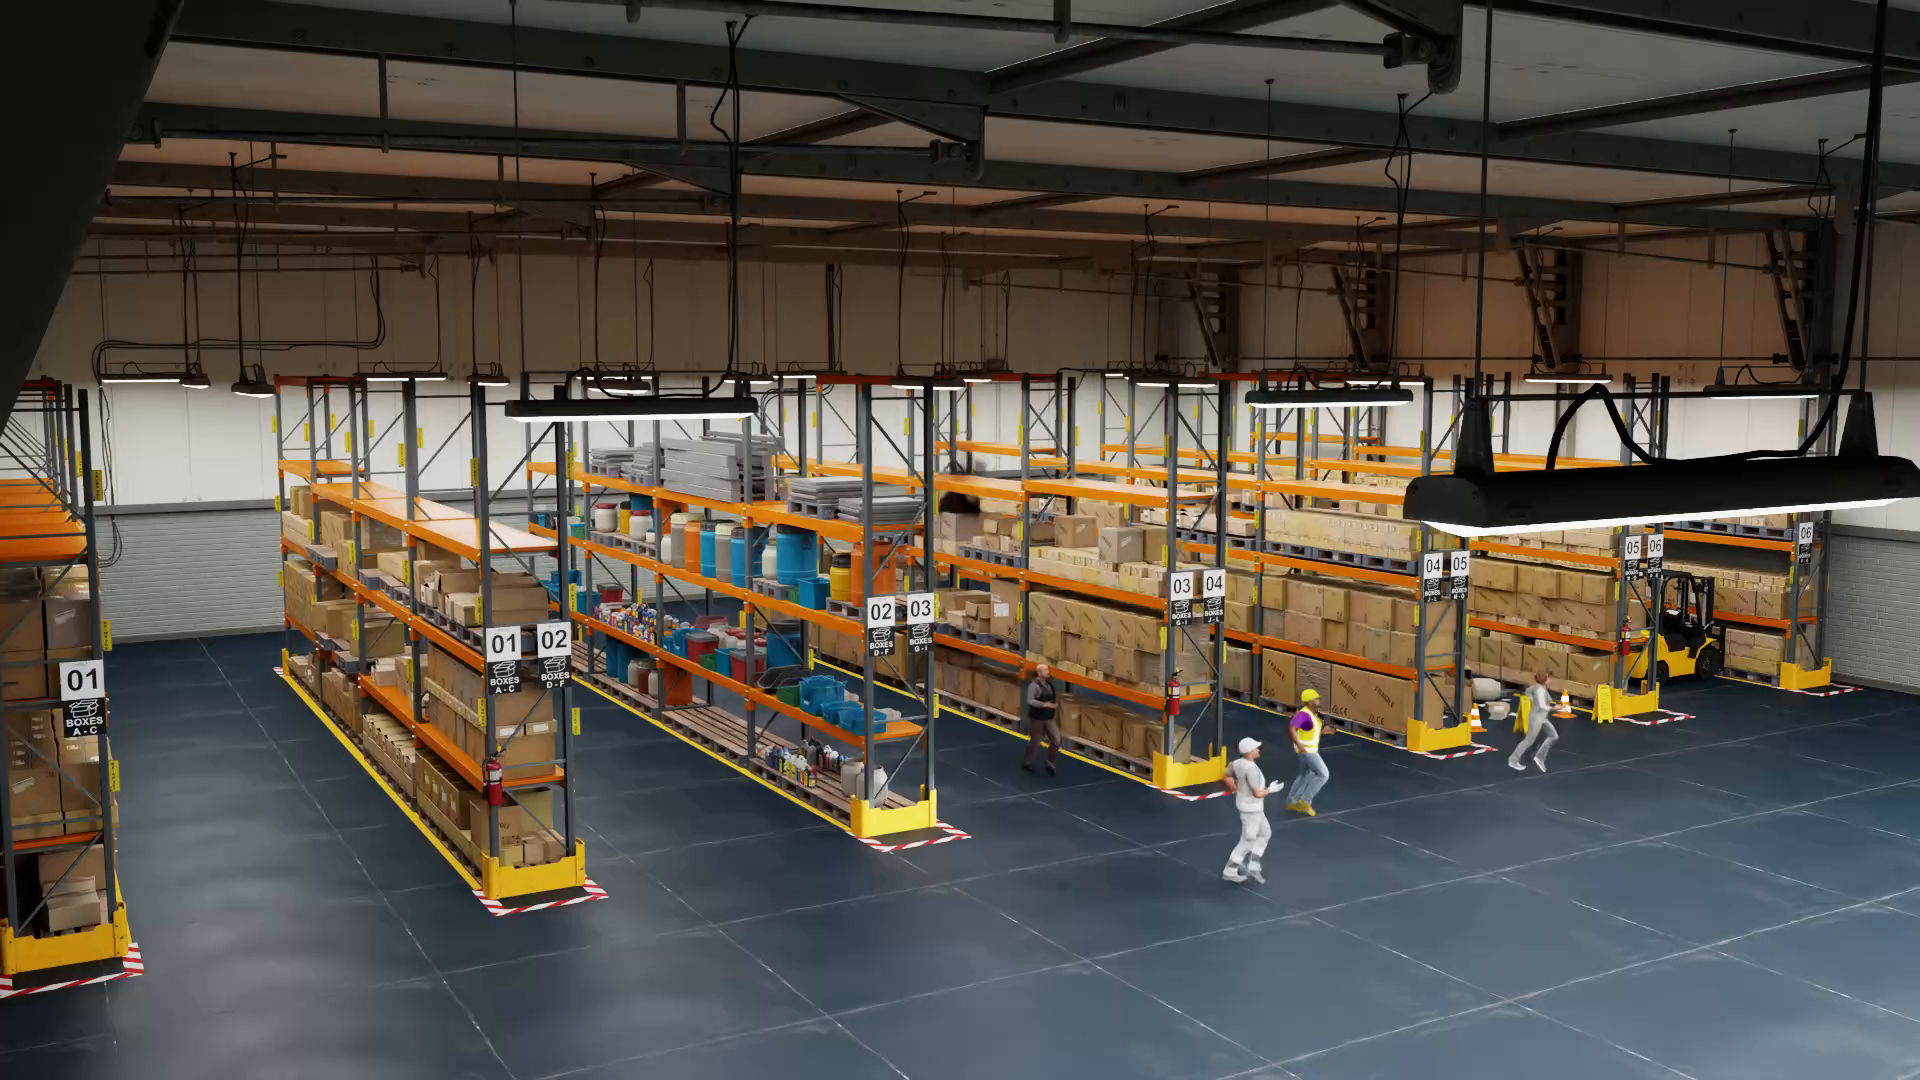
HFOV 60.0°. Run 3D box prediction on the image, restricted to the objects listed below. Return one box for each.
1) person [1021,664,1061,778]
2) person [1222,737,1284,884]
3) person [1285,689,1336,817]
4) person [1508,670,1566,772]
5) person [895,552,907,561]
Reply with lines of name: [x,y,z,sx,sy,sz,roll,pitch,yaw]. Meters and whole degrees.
person: [1.228,2.746,25.142,0.638,1.773,0.763,-6,9,-43]
person: [3.501,3.267,19.939,0.708,1.832,0.630,0,6,-2]
person: [4.870,2.945,23.084,0.686,1.776,0.704,1,6,12]
person: [8.820,2.760,25.376,0.806,1.586,0.552,3,7,23]
person: [-1.653,0.942,41.466,0.838,1.745,0.809,-3,7,-25]
